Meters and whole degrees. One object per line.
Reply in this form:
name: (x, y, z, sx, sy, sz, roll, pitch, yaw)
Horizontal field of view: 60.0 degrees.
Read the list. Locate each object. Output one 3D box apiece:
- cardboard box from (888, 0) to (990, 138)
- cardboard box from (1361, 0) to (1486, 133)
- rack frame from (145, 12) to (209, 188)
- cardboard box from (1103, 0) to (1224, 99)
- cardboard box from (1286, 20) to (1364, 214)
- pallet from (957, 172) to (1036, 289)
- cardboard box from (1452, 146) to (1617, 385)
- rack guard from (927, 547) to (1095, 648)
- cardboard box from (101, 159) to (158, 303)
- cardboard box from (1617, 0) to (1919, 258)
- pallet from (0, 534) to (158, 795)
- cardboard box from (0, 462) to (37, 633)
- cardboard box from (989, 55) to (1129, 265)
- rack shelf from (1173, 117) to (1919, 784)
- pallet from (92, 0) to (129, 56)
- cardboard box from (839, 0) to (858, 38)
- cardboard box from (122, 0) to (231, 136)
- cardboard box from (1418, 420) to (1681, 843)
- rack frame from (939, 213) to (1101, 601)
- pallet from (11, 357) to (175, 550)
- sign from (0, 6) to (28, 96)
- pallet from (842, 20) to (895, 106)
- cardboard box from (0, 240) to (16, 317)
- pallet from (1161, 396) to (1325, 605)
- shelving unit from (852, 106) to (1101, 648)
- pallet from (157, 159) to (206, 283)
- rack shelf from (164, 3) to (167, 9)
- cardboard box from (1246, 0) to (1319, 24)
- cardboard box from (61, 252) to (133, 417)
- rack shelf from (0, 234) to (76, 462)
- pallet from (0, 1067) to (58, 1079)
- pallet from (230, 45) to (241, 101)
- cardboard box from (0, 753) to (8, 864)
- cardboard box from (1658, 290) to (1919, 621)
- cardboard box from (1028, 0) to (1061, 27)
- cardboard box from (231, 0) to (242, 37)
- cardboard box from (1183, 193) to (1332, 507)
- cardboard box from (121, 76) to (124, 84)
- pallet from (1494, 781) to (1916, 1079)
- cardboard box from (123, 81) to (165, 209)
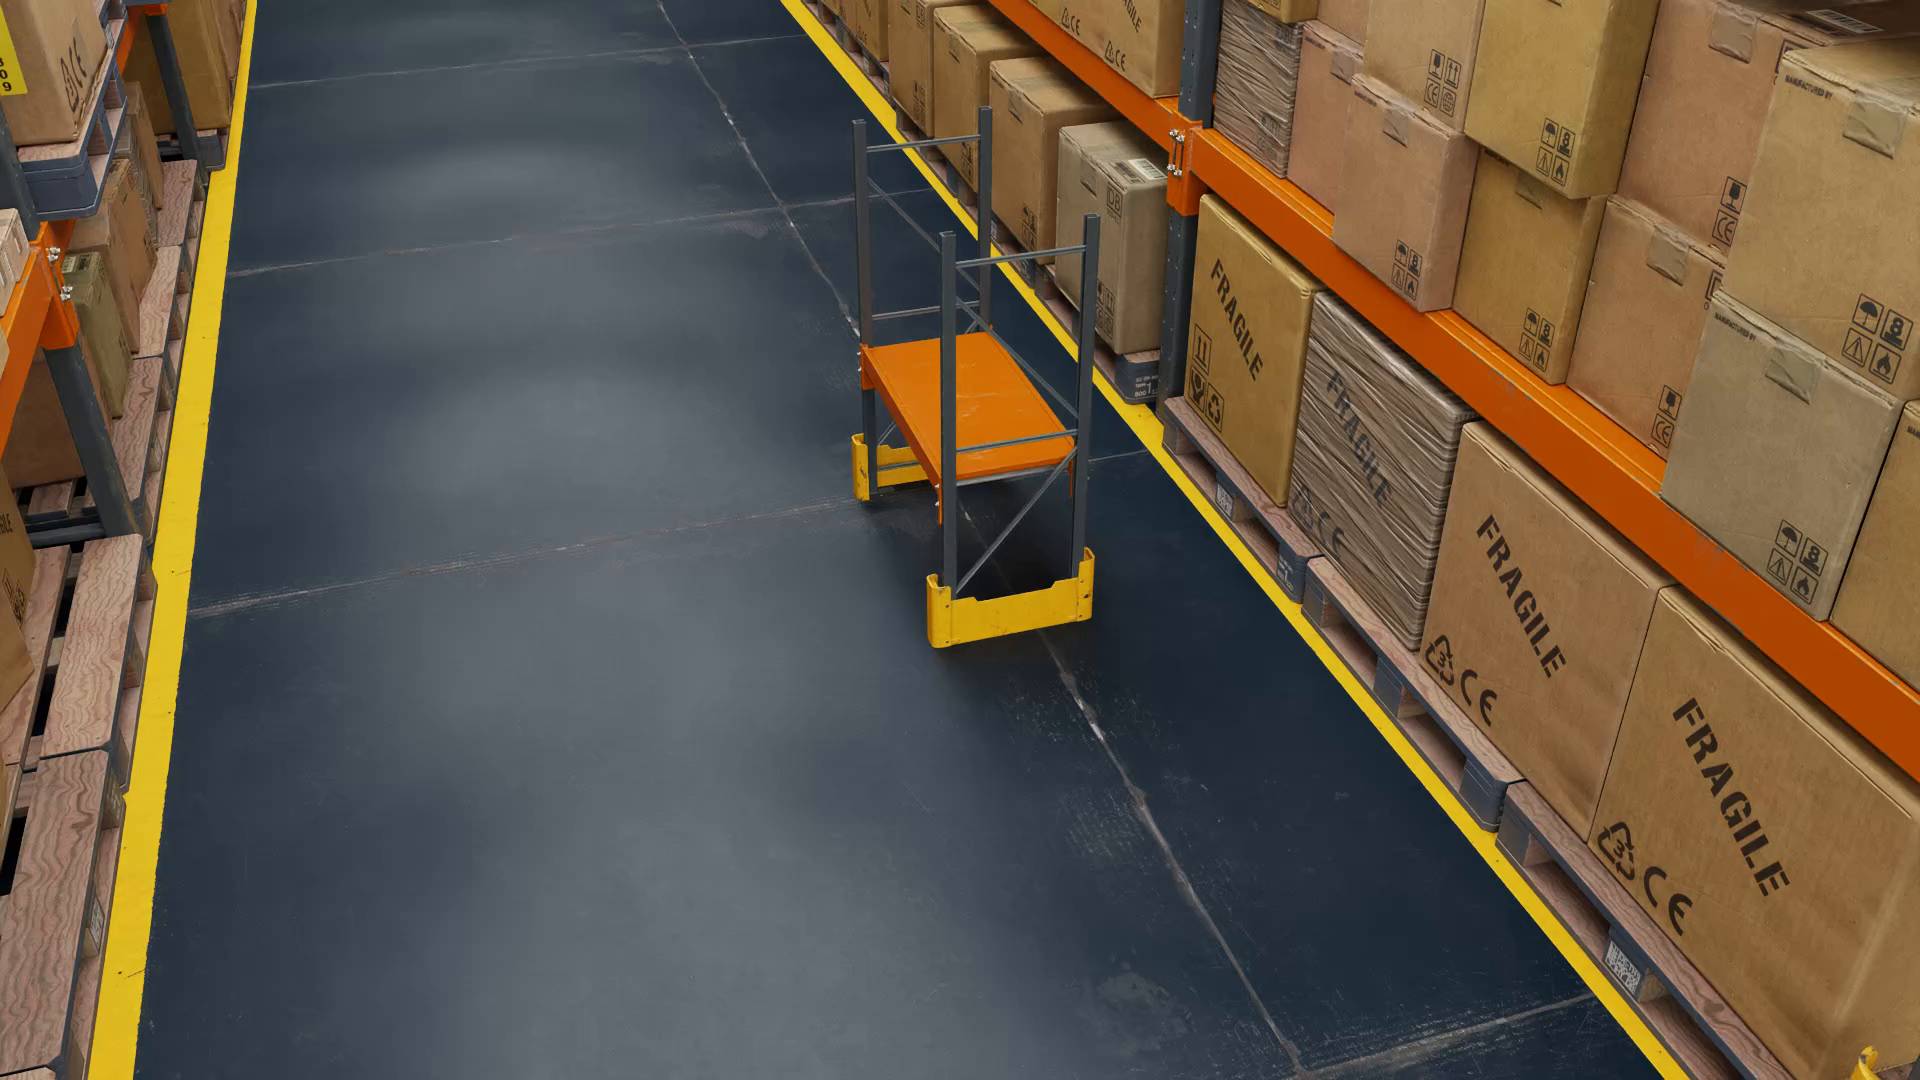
cardboard box: (0.200, -2.831, 9.474, 1.050, 0.750, 0.750, -10, 35, -15)
cardboard box: (1.712, -1.567, 4.786, 0.875, 0.550, 0.550, -10, 35, -15)
rack frame: (-4.655, -3.149, 8.294, 1.000, 3.000, 0.127, -10, 35, -15)
cardboard box: (0.906, -2.100, 6.617, 0.500, 0.500, 0.500, -10, 35, -15)
cardboard box: (1.633, -1.415, 5.535, 0.875, 0.550, 0.550, -10, 35, -15)
pallet: (0.637, -1.700, 8.632, 1.003, 0.211, 1.213, -10, 35, -15)
cardboard box: (1.943, -0.851, 4.681, 0.875, 0.550, 0.500, -10, 35, -15)
rack guard: (0.175, 0.197, 5.725, 0.587, 0.250, 0.087, -10, 35, -15)
cardboard box: (-4.070, -1.355, 7.449, 0.700, 0.500, 0.500, -7, 34, -11)
cardboard box: (2.167, -1.034, 3.978, 0.875, 0.550, 0.550, -10, 35, -15)
pallet: (-3.196, 0.462, 5.360, 1.003, 0.211, 1.213, -10, 35, -15)
cardboard box: (-3.351, 0.036, 5.361, 0.500, 0.500, 0.500, -11, 35, -16)
cardboard box: (0.754, -1.884, 8.040, 1.050, 0.750, 0.750, -10, 35, -15)
rack shelf: (1.930, -0.479, 4.907, 1.077, 0.370, 4.000, -10, 35, -15)
pallet: (-4.012, -2.036, 6.785, 1.003, 0.211, 1.213, -10, 35, -15)
cardboard box: (-0.505, -3.637, 10.919, 0.500, 0.500, 0.500, -9, 34, -13)
cardboard box: (-4.845, -2.803, 9.318, 1.225, 0.875, 0.875, -12, 35, -17)
cardboard box: (2.000, 0.175, 4.810, 0.875, 0.875, 0.875, -11, 35, -15)
rack frame: (0.181, -0.314, 5.365, 0.500, 1.500, 0.032, -10, 35, -15)
pallet: (-3.673, -0.294, 6.503, 1.003, 0.211, 1.213, -10, 35, -15)
sign: (-2.920, -1.505, 5.021, 0.100, 0.325, 0.005, -10, 35, -15)
pallet: (-0.137, -3.177, 10.866, 1.003, 0.211, 1.213, -10, 35, -15)
cardboard box: (-3.022, -0.747, 4.888, 0.380, 0.149, 0.250, -10, 35, -15)
pallet: (1.477, -0.254, 6.443, 1.003, 0.211, 1.213, -10, 35, -15)
shelving unit: (0.023, -0.586, 5.776, 0.587, 1.500, 1.083, -10, 35, -15)
pallet: (-4.418, -1.575, 8.442, 1.003, 0.211, 1.213, -10, 35, -15)
rack shelf: (-5.265, -3.899, 10.082, 1.077, 0.370, 4.000, -10, 35, -15)
cardboard box: (1.400, -2.143, 5.657, 0.875, 0.550, 0.550, -10, 35, -15)
cardboard box: (-3.729, -0.769, 6.561, 0.700, 0.500, 0.500, -10, 35, -15)
rack shelf: (-2.825, 0.302, 3.725, 1.077, 0.370, 4.000, -10, 35, -15)
pallet: (-2.452, 1.743, 3.421, 1.003, 0.211, 1.213, -10, 35, -15)
pallet: (-5.192, -3.051, 10.676, 1.003, 0.211, 1.213, -10, 35, -15)
cardboard box: (-2.905, 0.648, 4.435, 0.500, 0.500, 0.500, -13, 36, -19)
cardboard box: (2.195, -0.264, 3.793, 0.875, 0.550, 0.550, -10, 35, -15)
cardboard box: (0.598, -2.631, 7.420, 0.500, 0.500, 0.500, -10, 35, -14)
cardboard box: (-5.387, -3.736, 10.729, 1.225, 0.875, 0.875, -11, 35, -16)
cardboard box: (1.445, -0.776, 6.250, 0.875, 0.875, 0.875, -9, 35, -14)
cardboard box: (-4.422, -2.255, 8.131, 0.500, 0.250, 0.500, -9, 34, -13)
pallet: (2.222, 1.027, 4.504, 1.003, 0.211, 1.213, -10, 35, -15)
cardboard box: (-4.431, -1.941, 8.335, 0.700, 0.500, 0.500, -12, 35, -17)
